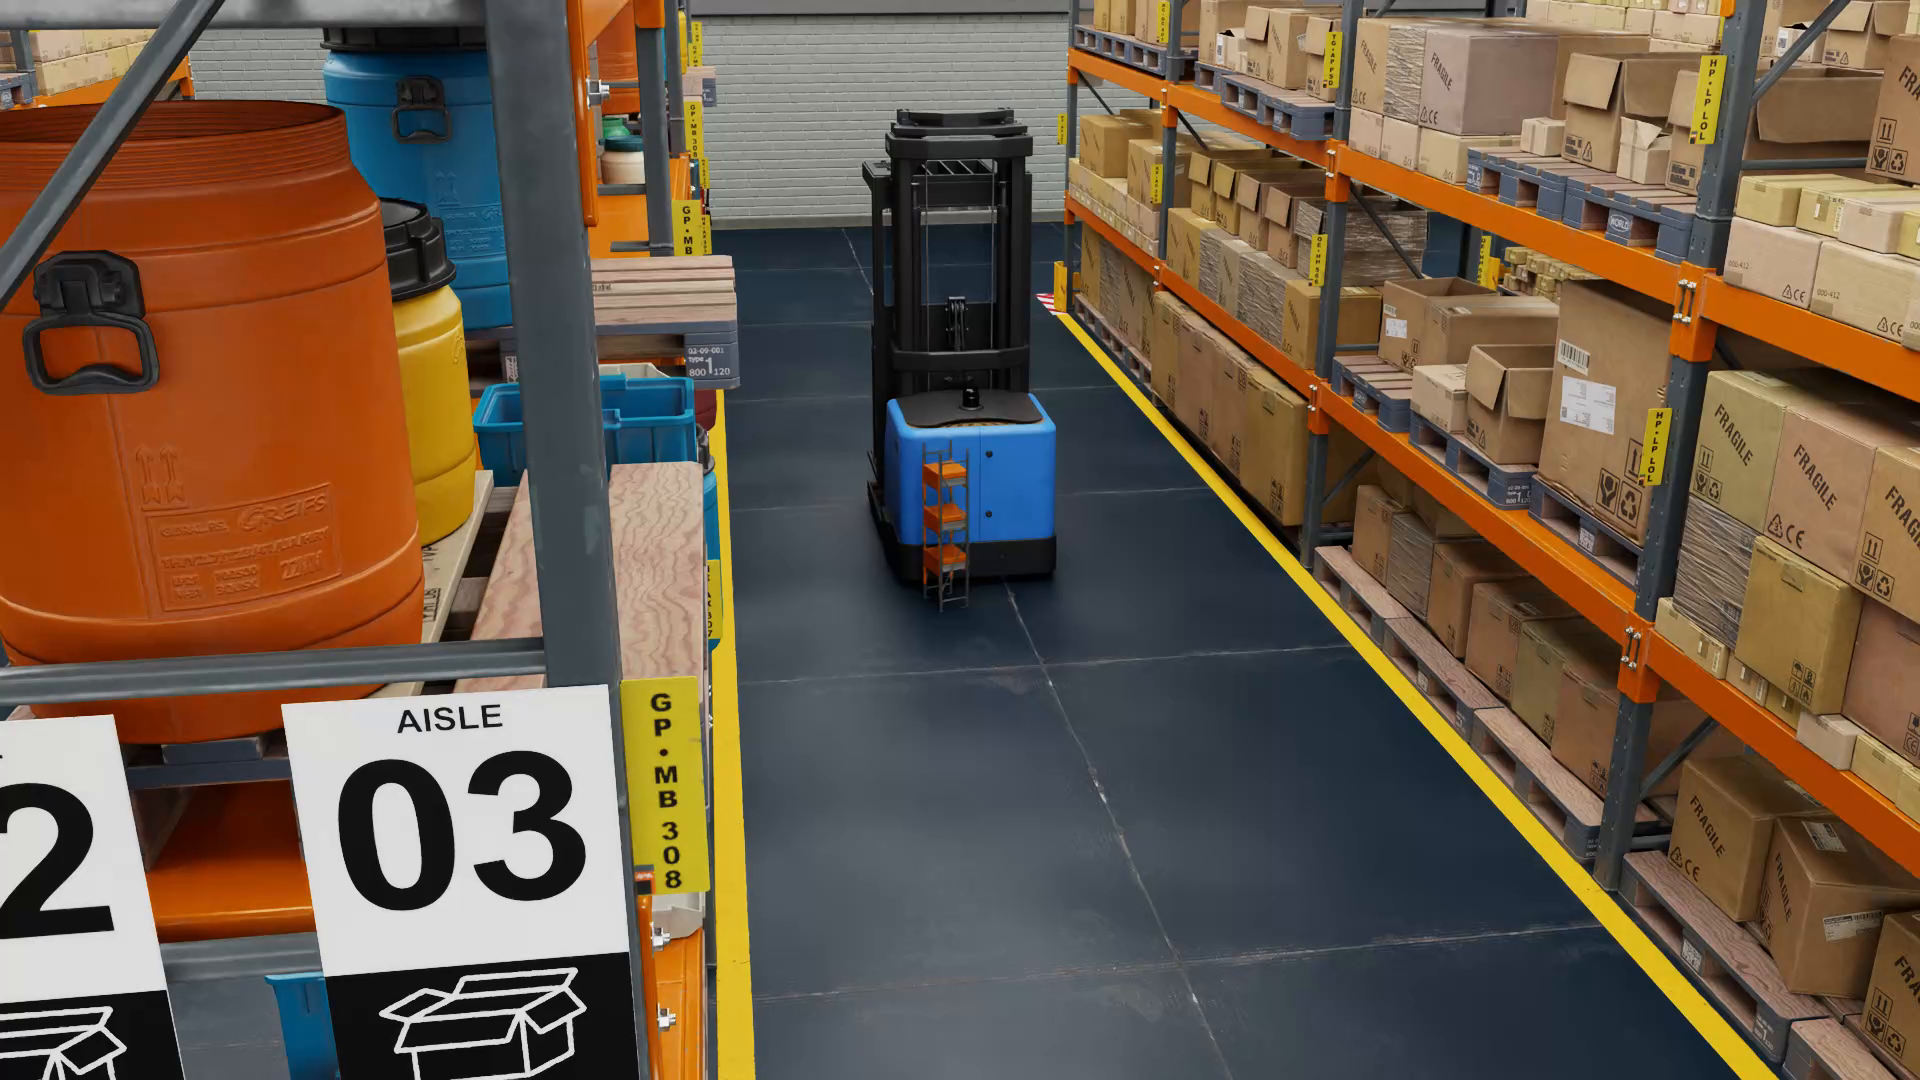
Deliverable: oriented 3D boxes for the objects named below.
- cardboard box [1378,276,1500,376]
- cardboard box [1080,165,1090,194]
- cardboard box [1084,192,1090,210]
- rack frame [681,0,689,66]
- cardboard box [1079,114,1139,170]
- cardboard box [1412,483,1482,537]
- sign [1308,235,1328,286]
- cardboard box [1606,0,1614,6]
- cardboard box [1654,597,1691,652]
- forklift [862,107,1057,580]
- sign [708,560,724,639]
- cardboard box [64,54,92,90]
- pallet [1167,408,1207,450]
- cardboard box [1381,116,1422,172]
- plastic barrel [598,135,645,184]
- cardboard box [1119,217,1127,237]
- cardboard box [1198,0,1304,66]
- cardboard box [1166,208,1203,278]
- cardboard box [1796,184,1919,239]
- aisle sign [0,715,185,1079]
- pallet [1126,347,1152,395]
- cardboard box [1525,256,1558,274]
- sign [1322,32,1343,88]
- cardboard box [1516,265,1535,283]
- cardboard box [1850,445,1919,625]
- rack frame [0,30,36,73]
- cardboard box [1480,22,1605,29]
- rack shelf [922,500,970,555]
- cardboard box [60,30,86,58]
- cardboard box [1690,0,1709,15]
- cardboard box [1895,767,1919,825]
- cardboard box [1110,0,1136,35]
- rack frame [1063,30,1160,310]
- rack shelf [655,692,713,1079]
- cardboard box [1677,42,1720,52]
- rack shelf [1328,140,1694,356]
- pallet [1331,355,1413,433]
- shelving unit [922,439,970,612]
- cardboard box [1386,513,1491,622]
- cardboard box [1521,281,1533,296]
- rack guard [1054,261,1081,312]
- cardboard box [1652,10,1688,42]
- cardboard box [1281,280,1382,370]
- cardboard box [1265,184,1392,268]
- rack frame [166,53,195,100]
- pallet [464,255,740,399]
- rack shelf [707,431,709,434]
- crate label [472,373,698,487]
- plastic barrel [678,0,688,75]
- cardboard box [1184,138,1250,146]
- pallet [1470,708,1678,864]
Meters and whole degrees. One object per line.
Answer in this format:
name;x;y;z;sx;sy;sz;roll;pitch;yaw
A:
cardboard box;2.926;-1.309;10.190;0.500;0.500;0.500;-6;21;-14
cardboard box;1.539;-3.730;17.204;0.500;0.250;0.500;-3;21;-8
cardboard box;1.494;-3.495;17.146;0.380;0.149;0.250;-3;21;-9
rack frame;-2.670;-5.196;12.766;1.000;3.000;0.127;-3;21;-8
cardboard box;1.529;-4.087;17.090;0.500;0.500;0.500;-3;21;-9
cardboard box;3.021;-0.223;9.898;0.500;0.250;0.500;-1;20;-2
sign;2.259;-1.763;10.496;0.100;0.325;0.005;-3;21;-8
cardboard box;6.594;-5.328;16.338;0.380;0.149;0.250;-2;21;-6
cardboard box;3.118;0.342;6.872;0.380;0.149;0.250;-3;21;-8
forklift;-0.093;-1.591;11.787;1.130;2.935;3.031;-3;21;-8
sign;-0.970;0.231;6.415;0.100;0.325;0.005;-3;21;-8
cardboard box;-7.465;-3.826;13.600;0.500;0.250;0.500;-3;21;-8
pallet;2.417;-1.065;14.267;1.003;0.211;1.213;-3;21;-8
cardboard box;2.698;-2.232;9.332;0.500;0.250;0.500;-2;21;-6
plastic barrel;-1.679;-1.912;8.459;0.301;0.262;0.301;0;20;0
cardboard box;1.715;-2.963;15.721;0.380;0.149;0.250;-3;21;-7
cardboard box;2.325;-4.084;13.332;0.700;0.500;0.500;-2;21;-6
cardboard box;2.051;-2.510;14.007;0.500;0.500;0.500;-3;21;-8
cardboard box;3.233;-1.170;5.919;0.380;0.149;0.250;-4;21;-10
aisle sign;-1.223;0.592;2.130;0.394;0.787;0.004;-3;21;-8
pallet;2.199;-1.596;15.688;1.003;0.211;1.213;-3;21;-8
cardboard box;6.385;-2.993;18.068;0.380;0.149;0.250;-3;21;-8
sign;2.258;-2.909;10.080;0.100;0.325;0.005;-3;21;-8
cardboard box;6.383;-2.944;18.360;0.380;0.149;0.250;-3;21;-8
cardboard box;3.343;-0.005;5.445;0.500;0.500;0.500;-3;21;-8
rack frame;-7.572;-4.947;12.100;1.000;3.000;0.127;-3;21;-8
cardboard box;3.209;-2.607;9.264;0.500;0.500;0.500;-3;21;-8
rack shelf;-0.089;-0.079;10.458;0.215;0.259;0.240;-10;23;-24
cardboard box;-7.470;-4.060;13.511;0.500;0.250;0.500;-3;21;-8
cardboard box;6.791;-4.792;14.902;0.380;0.149;0.250;-2;21;-6
cardboard box;3.348;0.861;5.483;0.380;0.149;0.250;-3;21;-8
cardboard box;1.867;-5.161;16.073;0.700;0.500;0.500;-4;21;-11
rack frame;1.655;-4.020;18.192;1.000;3.000;0.127;-3;21;-8
rack shelf;-1.228;1.414;4.671;1.077;0.370;4.000;-3;21;-8
cardboard box;6.816;-4.341;14.980;0.500;0.250;0.500;-2;21;-6
rack shelf;3.097;-1.626;8.523;1.077;0.370;4.000;-3;21;-8
pallet;3.016;-0.919;10.164;1.213;0.211;1.003;-3;21;-8
shelving unit;-0.089;-0.089;10.454;0.215;1.050;0.252;-10;23;-24
cardboard box;3.017;0.137;10.006;0.700;0.500;0.500;-5;21;-12
cardboard box;6.455;-2.812;18.433;0.380;0.149;0.250;-3;21;-8
rack guard;1.652;-2.857;18.652;1.175;0.500;0.348;-3;21;-8
cardboard box;6.773;-4.747;15.352;0.500;0.250;0.500;-4;21;-10
cardboard box;2.492;-1.455;11.183;0.500;0.500;0.500;-2;21;-6
cardboard box;2.628;-2.247;11.868;0.797;0.503;0.637;-2;21;-6
rack frame;-8.148;-3.522;16.858;1.000;3.000;0.127;-3;21;-8
pallet;-1.316;-0.687;5.252;1.213;0.211;1.003;-3;21;-8
rack shelf;-2.381;-1.356;12.087;1.077;0.370;4.000;-3;21;-8
crate label;-0.883;-0.231;3.972;0.502;0.251;0.408;-3;21;-8
plastic barrel;-2.337;-3.770;12.365;0.600;0.588;0.600;0;20;0
cardboard box;2.352;-3.405;15.263;0.500;0.500;0.500;-3;21;-8
pallet;3.271;1.172;8.278;1.003;0.211;1.213;-3;21;-8
